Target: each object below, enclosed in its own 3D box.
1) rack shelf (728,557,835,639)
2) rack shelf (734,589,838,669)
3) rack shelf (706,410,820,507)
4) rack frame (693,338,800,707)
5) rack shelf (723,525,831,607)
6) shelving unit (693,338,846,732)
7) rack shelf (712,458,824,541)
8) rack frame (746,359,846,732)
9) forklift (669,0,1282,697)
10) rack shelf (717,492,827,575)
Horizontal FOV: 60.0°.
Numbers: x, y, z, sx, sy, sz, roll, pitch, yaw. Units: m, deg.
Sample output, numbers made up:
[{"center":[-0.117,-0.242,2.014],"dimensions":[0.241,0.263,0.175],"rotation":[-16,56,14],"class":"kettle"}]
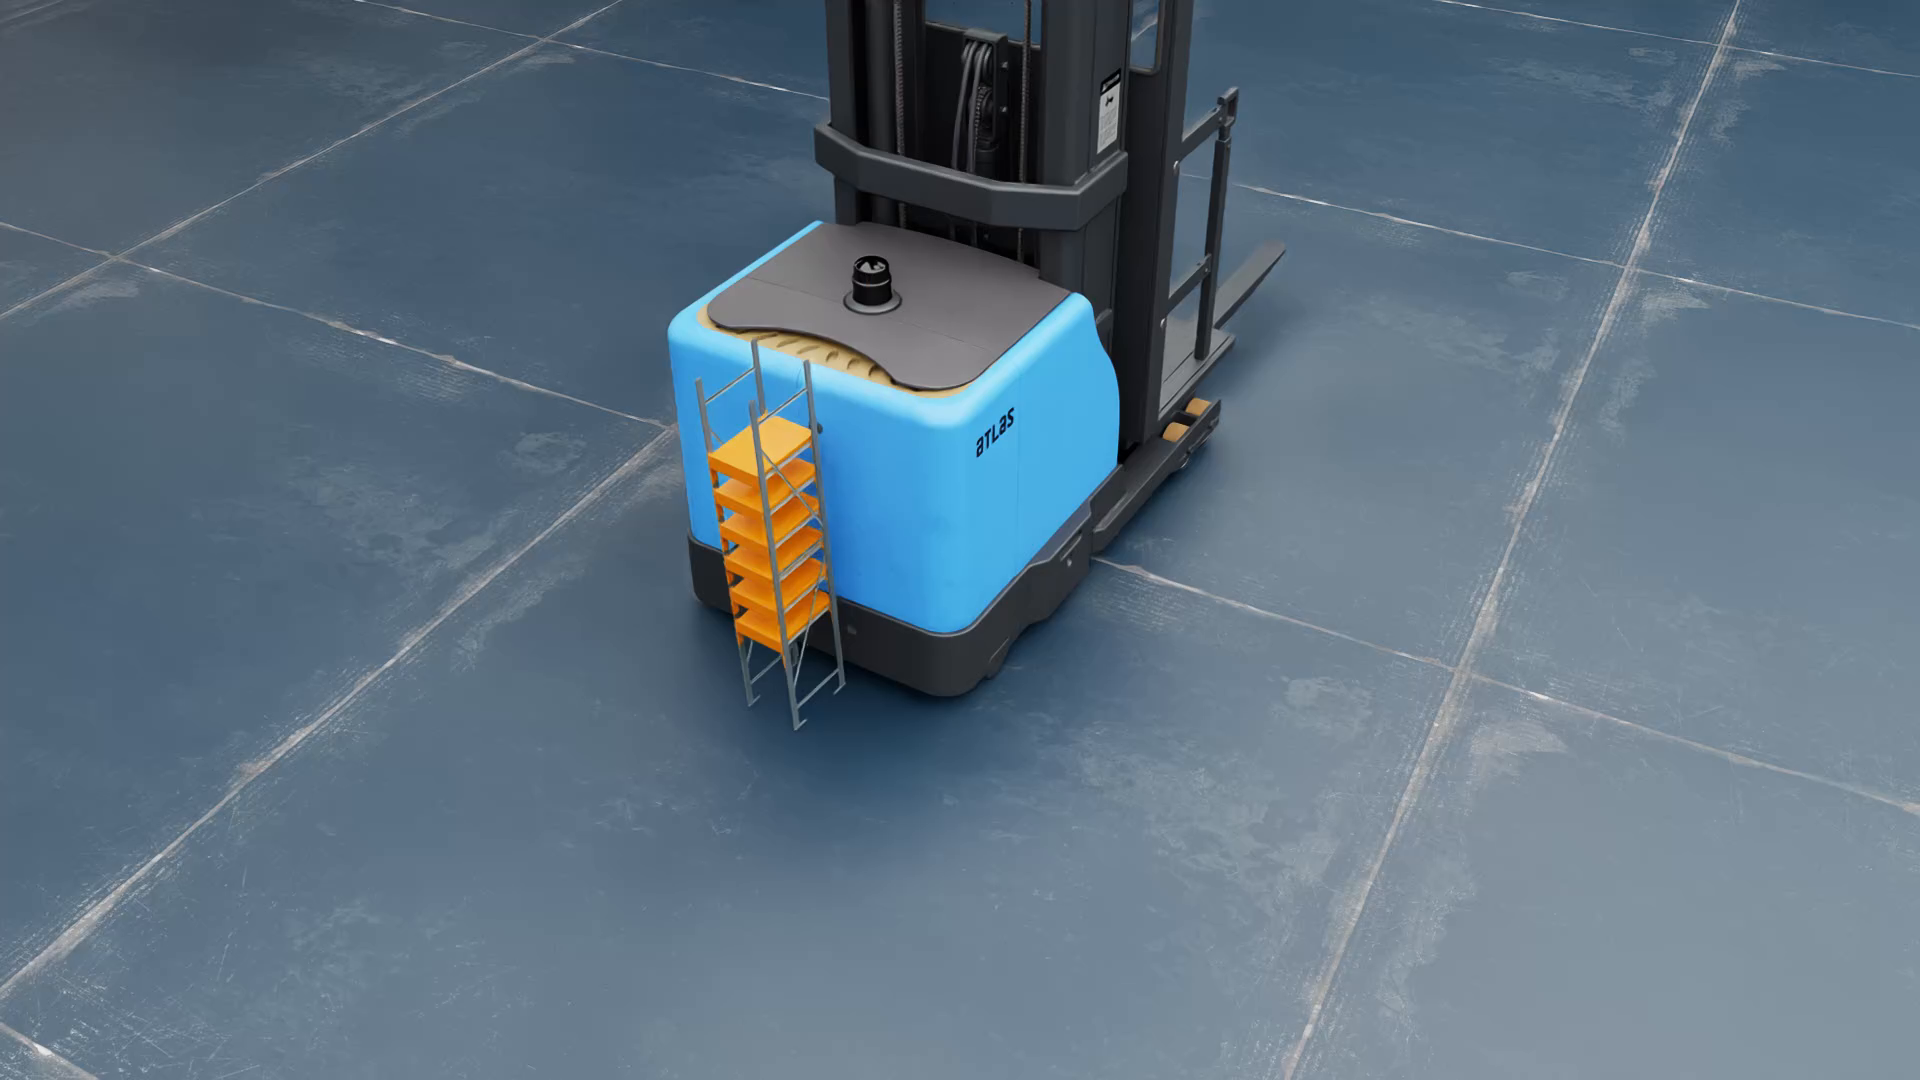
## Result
[{"center":[-0.515,0.145,4.826],"dimensions":[0.180,0.103,0.258],"rotation":[24,47,29],"class":"rack shelf"},{"center":[-0.511,0.237,4.903],"dimensions":[0.180,0.103,0.258],"rotation":[24,47,29],"class":"rack shelf"},{"center":[-0.534,-0.224,4.520],"dimensions":[0.180,0.103,0.258],"rotation":[24,47,29],"class":"rack shelf"},{"center":[-0.595,-0.015,4.765],"dimensions":[0.006,1.200,0.240],"rotation":[24,47,29],"class":"rack frame"},{"center":[-0.520,0.052,4.750],"dimensions":[0.180,0.103,0.258],"rotation":[24,47,29],"class":"rack shelf"},{"center":[-0.522,0.018,4.721],"dimensions":[0.189,1.200,0.258],"rotation":[24,47,29],"class":"shelving unit"},{"center":[-0.529,-0.132,4.596],"dimensions":[0.180,0.103,0.258],"rotation":[24,47,29],"class":"rack shelf"},{"center":[-0.448,0.051,4.677],"dimensions":[0.006,1.200,0.240],"rotation":[24,47,29],"class":"rack frame"},{"center":[0.313,-1.563,5.386],"dimensions":[1.130,2.935,3.031],"rotation":[19,41,24],"class":"forklift"},{"center":[-0.525,-0.040,4.673],"dimensions":[0.180,0.103,0.258],"rotation":[24,47,29],"class":"rack shelf"}]
